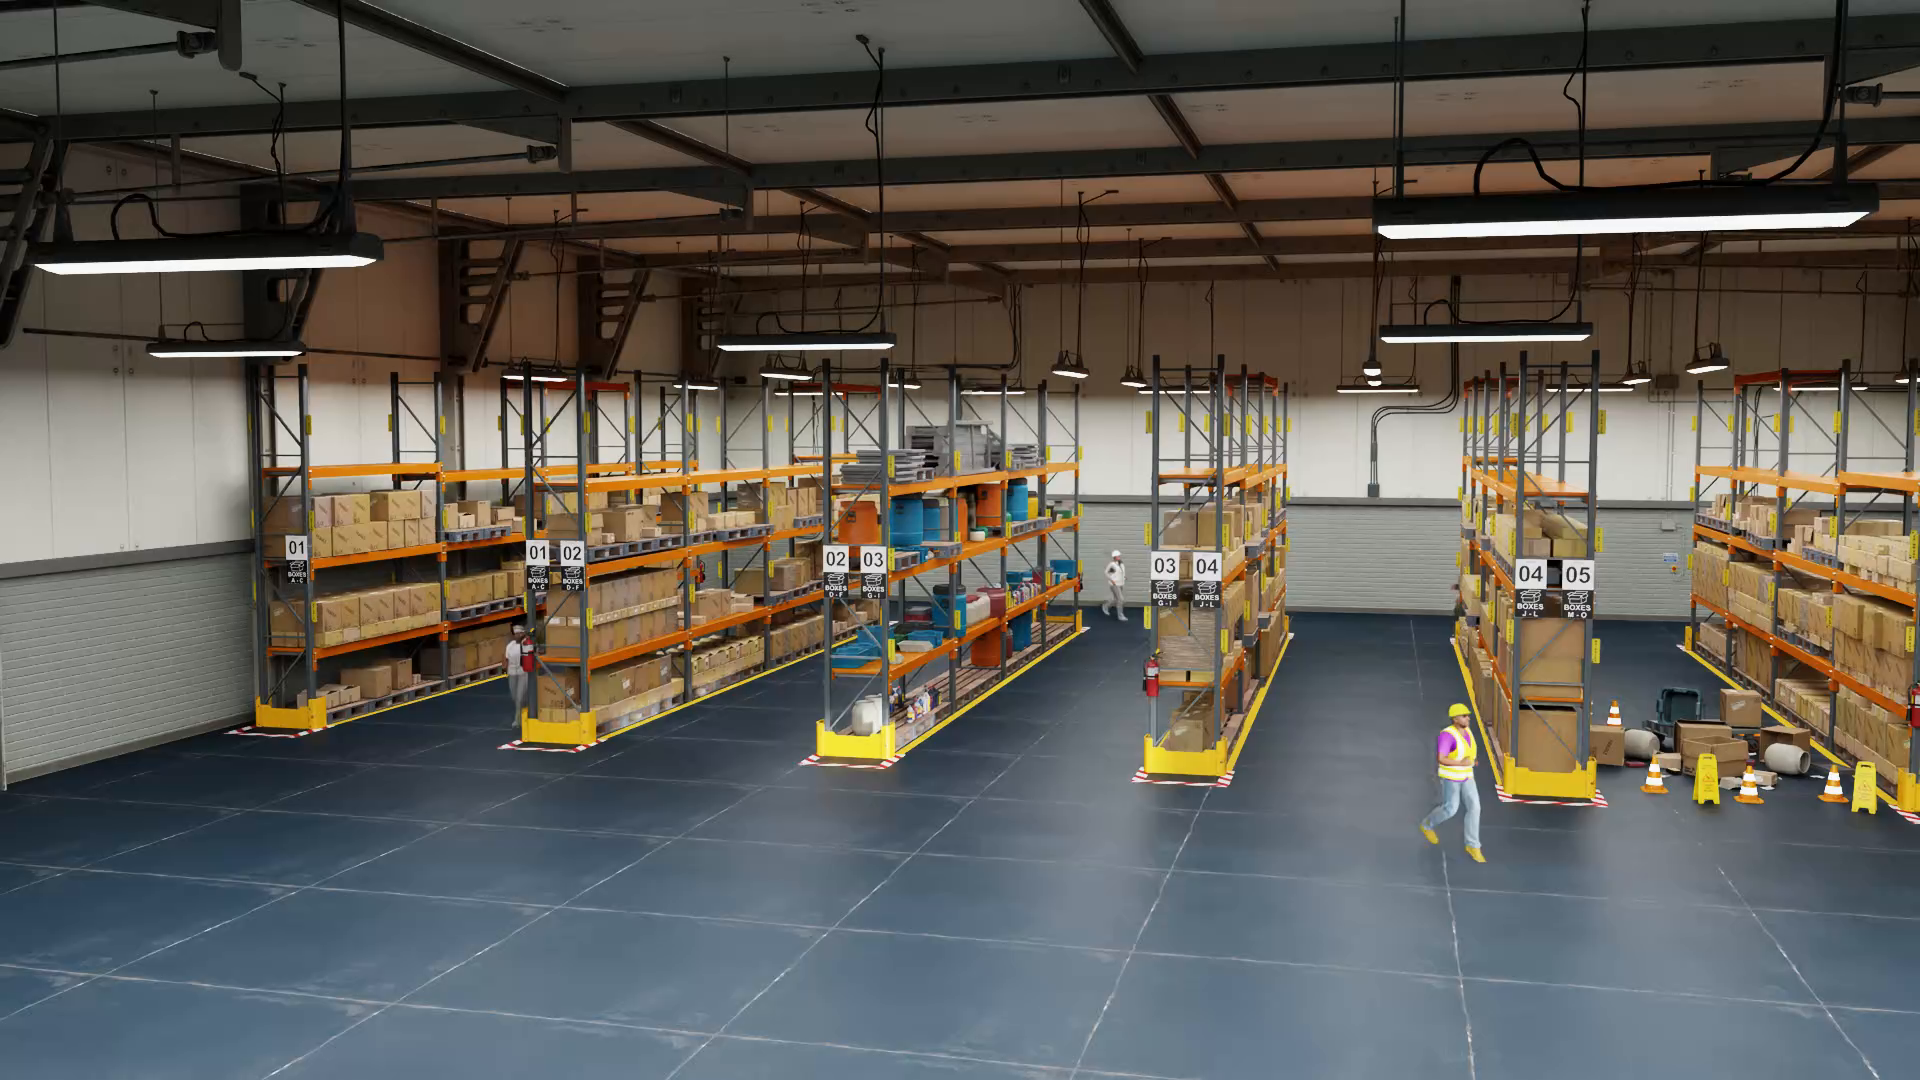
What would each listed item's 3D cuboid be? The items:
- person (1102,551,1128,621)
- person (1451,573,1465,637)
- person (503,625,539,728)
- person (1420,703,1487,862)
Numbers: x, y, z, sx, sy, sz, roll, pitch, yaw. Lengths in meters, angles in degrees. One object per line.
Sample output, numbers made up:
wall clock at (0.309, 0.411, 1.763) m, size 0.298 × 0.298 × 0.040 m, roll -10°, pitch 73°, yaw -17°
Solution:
person at (3.986, 1.160, 42.679) m, size 0.863 × 1.781 × 0.654 m, roll 3°, pitch 5°, yaw 39°
person at (12.031, 1.392, 39.449) m, size 0.775 × 1.835 × 0.772 m, roll 0°, pitch 4°, yaw -5°
person at (-7.359, 2.261, 27.870) m, size 0.578 × 1.687 × 0.791 m, roll 0°, pitch 4°, yaw 5°
person at (5.753, 2.801, 19.372) m, size 0.729 × 1.828 × 0.911 m, roll -3°, pitch 5°, yaw -37°
